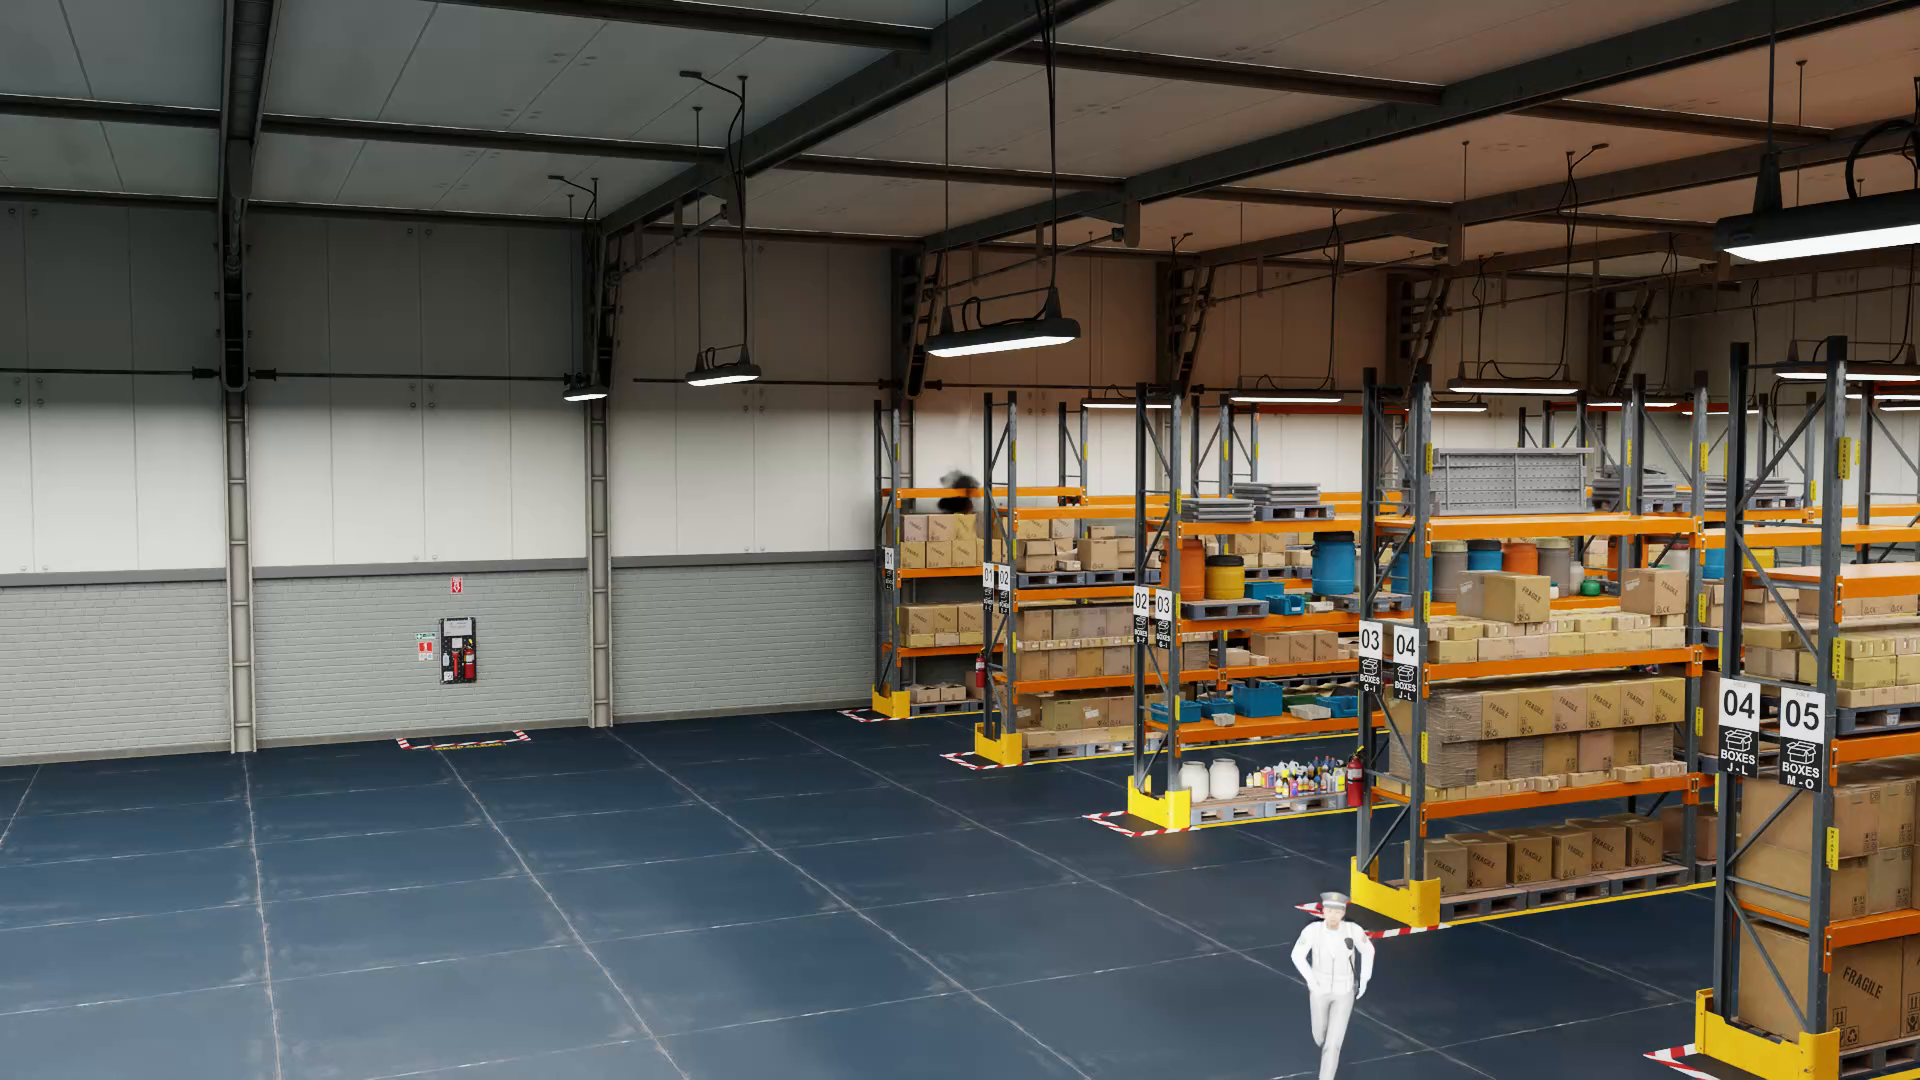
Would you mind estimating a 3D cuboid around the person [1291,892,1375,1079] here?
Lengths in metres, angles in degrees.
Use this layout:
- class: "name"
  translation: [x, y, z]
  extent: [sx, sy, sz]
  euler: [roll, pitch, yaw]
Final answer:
- class: "person"
  translation: [2.942, 3.571, 13.139]
  extent: [0.640, 1.681, 0.914]
  euler: [1, 3, 16]
